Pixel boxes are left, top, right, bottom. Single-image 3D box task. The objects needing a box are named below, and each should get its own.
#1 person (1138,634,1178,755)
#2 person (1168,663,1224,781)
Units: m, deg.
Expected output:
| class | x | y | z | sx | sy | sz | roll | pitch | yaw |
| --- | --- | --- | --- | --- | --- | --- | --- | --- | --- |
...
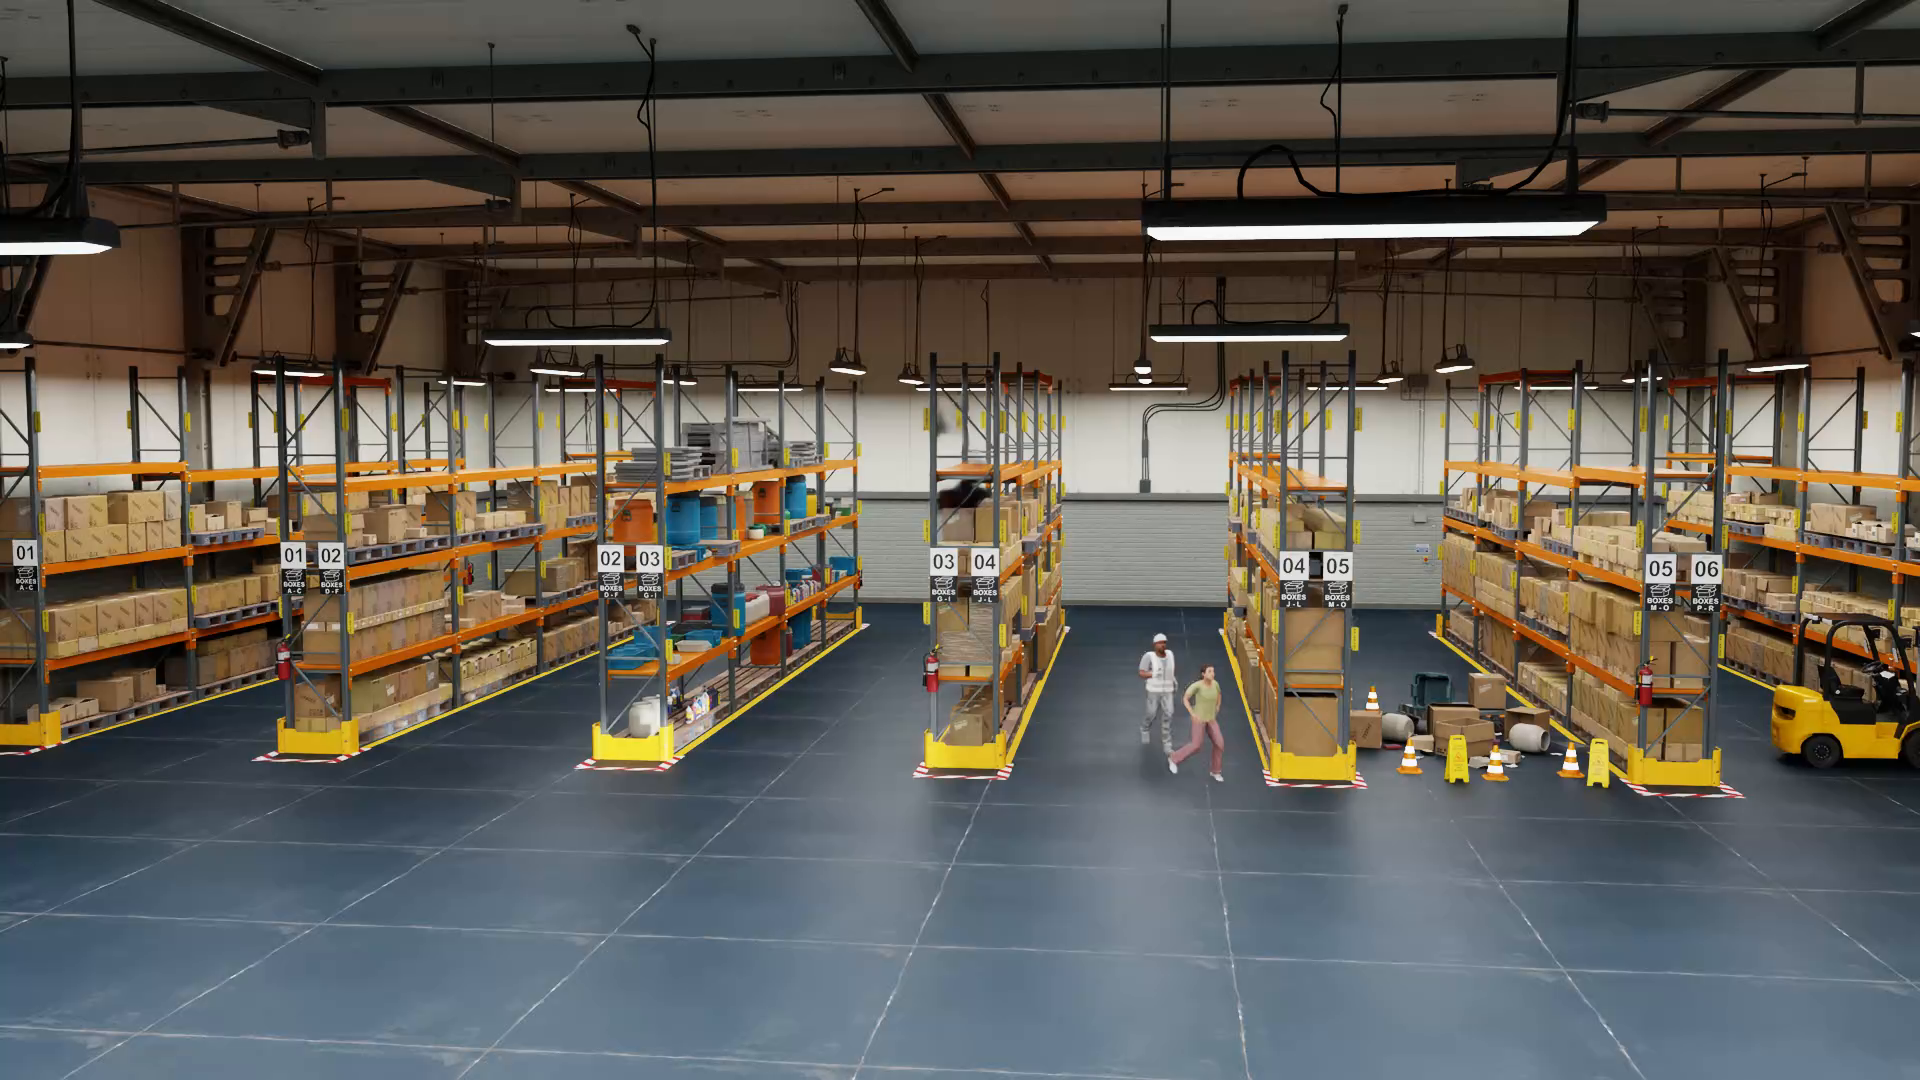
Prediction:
| class | x | y | z | sx | sy | sz | roll | pitch | yaw |
| --- | --- | --- | --- | --- | --- | --- | --- | --- | --- |
| person | 3.007 | 2.300 | 25.210 | 0.697 | 1.777 | 0.956 | -1 | 4 | -16 |
| person | 3.384 | 2.558 | 23.378 | 0.792 | 1.667 | 0.677 | -3 | 5 | -33 |
